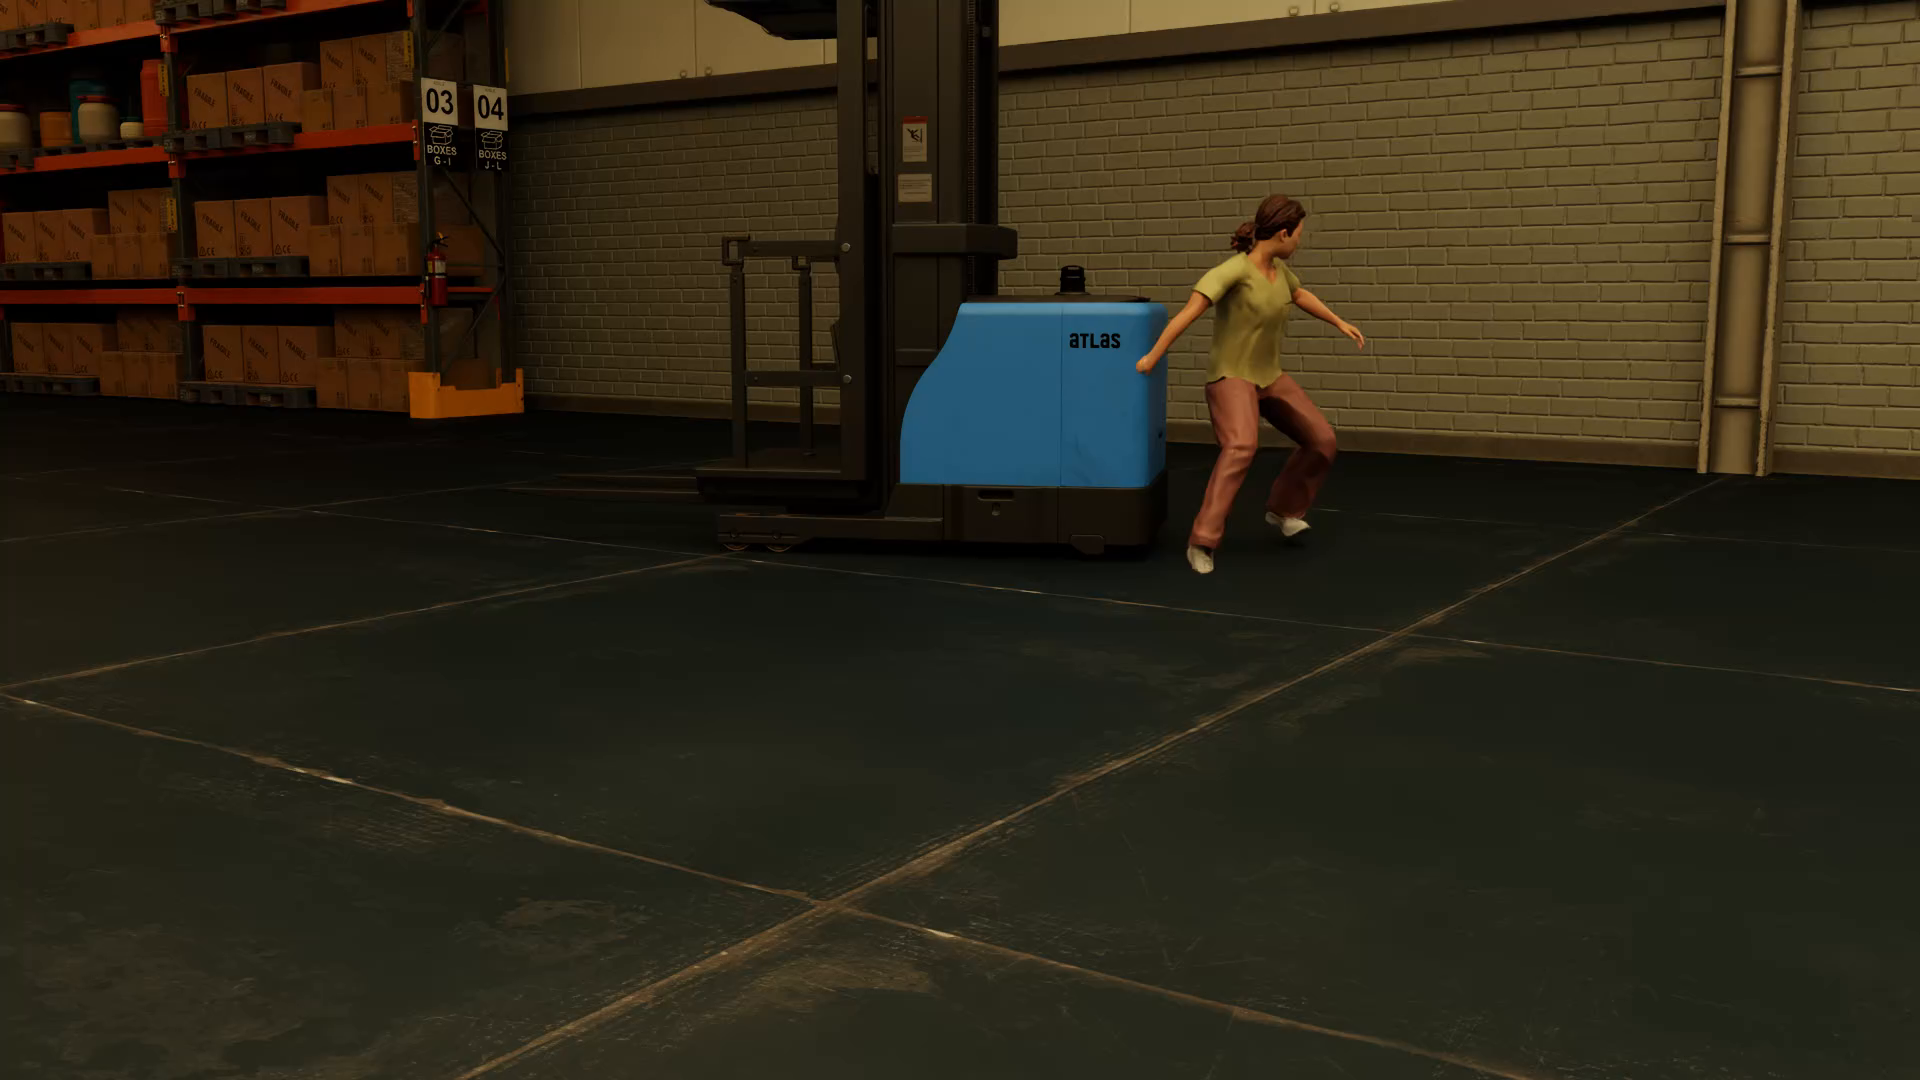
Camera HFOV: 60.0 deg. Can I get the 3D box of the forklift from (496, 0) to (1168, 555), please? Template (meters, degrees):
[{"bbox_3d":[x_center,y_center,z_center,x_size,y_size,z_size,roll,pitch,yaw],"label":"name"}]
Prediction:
[{"bbox_3d":[-0.596,-1.469,7.520,3.031,2.935,1.130,2,8,12],"label":"forklift"}]

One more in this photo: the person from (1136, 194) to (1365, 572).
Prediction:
[{"bbox_3d":[1.214,-0.635,7.029,1.010,1.615,0.521,-6,10,-38],"label":"person"}]
